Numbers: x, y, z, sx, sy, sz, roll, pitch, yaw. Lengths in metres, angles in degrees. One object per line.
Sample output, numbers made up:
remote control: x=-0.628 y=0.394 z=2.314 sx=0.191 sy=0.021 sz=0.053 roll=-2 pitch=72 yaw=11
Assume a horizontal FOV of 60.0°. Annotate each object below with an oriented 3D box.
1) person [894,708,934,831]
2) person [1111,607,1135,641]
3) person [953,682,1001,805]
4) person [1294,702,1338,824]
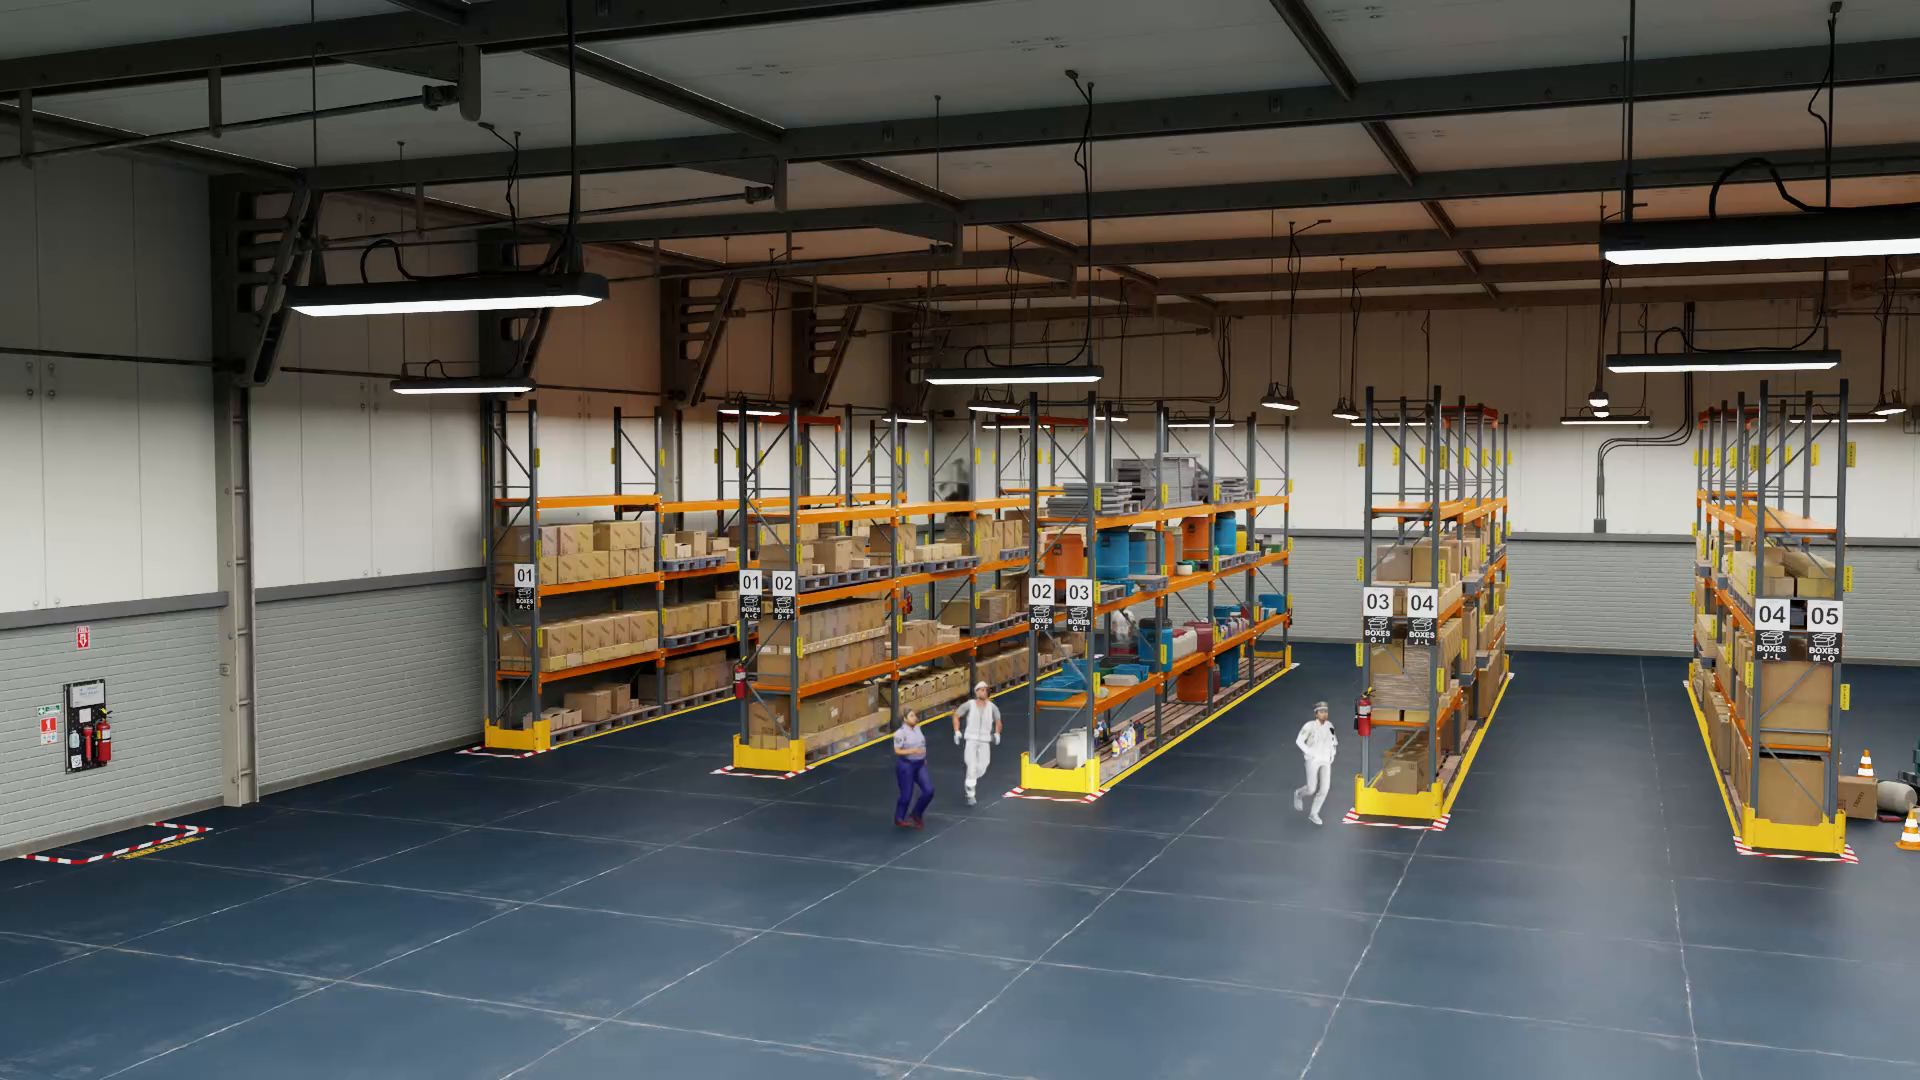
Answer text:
person: x=-0.623 y=3.096 z=22.318 sx=0.585 sy=1.662 sz=0.643 roll=-2 pitch=4 yaw=-41
person: x=3.872 y=2.229 z=39.596 sx=0.587 sy=1.675 sz=0.535 roll=1 pitch=3 yaw=19
person: x=0.263 y=2.949 z=24.269 sx=0.719 sy=1.738 sz=0.647 roll=0 pitch=3 yaw=-8
person: x=4.943 y=3.049 z=23.012 sx=0.637 sy=1.667 sz=0.631 roll=-1 pitch=3 yaw=-14
